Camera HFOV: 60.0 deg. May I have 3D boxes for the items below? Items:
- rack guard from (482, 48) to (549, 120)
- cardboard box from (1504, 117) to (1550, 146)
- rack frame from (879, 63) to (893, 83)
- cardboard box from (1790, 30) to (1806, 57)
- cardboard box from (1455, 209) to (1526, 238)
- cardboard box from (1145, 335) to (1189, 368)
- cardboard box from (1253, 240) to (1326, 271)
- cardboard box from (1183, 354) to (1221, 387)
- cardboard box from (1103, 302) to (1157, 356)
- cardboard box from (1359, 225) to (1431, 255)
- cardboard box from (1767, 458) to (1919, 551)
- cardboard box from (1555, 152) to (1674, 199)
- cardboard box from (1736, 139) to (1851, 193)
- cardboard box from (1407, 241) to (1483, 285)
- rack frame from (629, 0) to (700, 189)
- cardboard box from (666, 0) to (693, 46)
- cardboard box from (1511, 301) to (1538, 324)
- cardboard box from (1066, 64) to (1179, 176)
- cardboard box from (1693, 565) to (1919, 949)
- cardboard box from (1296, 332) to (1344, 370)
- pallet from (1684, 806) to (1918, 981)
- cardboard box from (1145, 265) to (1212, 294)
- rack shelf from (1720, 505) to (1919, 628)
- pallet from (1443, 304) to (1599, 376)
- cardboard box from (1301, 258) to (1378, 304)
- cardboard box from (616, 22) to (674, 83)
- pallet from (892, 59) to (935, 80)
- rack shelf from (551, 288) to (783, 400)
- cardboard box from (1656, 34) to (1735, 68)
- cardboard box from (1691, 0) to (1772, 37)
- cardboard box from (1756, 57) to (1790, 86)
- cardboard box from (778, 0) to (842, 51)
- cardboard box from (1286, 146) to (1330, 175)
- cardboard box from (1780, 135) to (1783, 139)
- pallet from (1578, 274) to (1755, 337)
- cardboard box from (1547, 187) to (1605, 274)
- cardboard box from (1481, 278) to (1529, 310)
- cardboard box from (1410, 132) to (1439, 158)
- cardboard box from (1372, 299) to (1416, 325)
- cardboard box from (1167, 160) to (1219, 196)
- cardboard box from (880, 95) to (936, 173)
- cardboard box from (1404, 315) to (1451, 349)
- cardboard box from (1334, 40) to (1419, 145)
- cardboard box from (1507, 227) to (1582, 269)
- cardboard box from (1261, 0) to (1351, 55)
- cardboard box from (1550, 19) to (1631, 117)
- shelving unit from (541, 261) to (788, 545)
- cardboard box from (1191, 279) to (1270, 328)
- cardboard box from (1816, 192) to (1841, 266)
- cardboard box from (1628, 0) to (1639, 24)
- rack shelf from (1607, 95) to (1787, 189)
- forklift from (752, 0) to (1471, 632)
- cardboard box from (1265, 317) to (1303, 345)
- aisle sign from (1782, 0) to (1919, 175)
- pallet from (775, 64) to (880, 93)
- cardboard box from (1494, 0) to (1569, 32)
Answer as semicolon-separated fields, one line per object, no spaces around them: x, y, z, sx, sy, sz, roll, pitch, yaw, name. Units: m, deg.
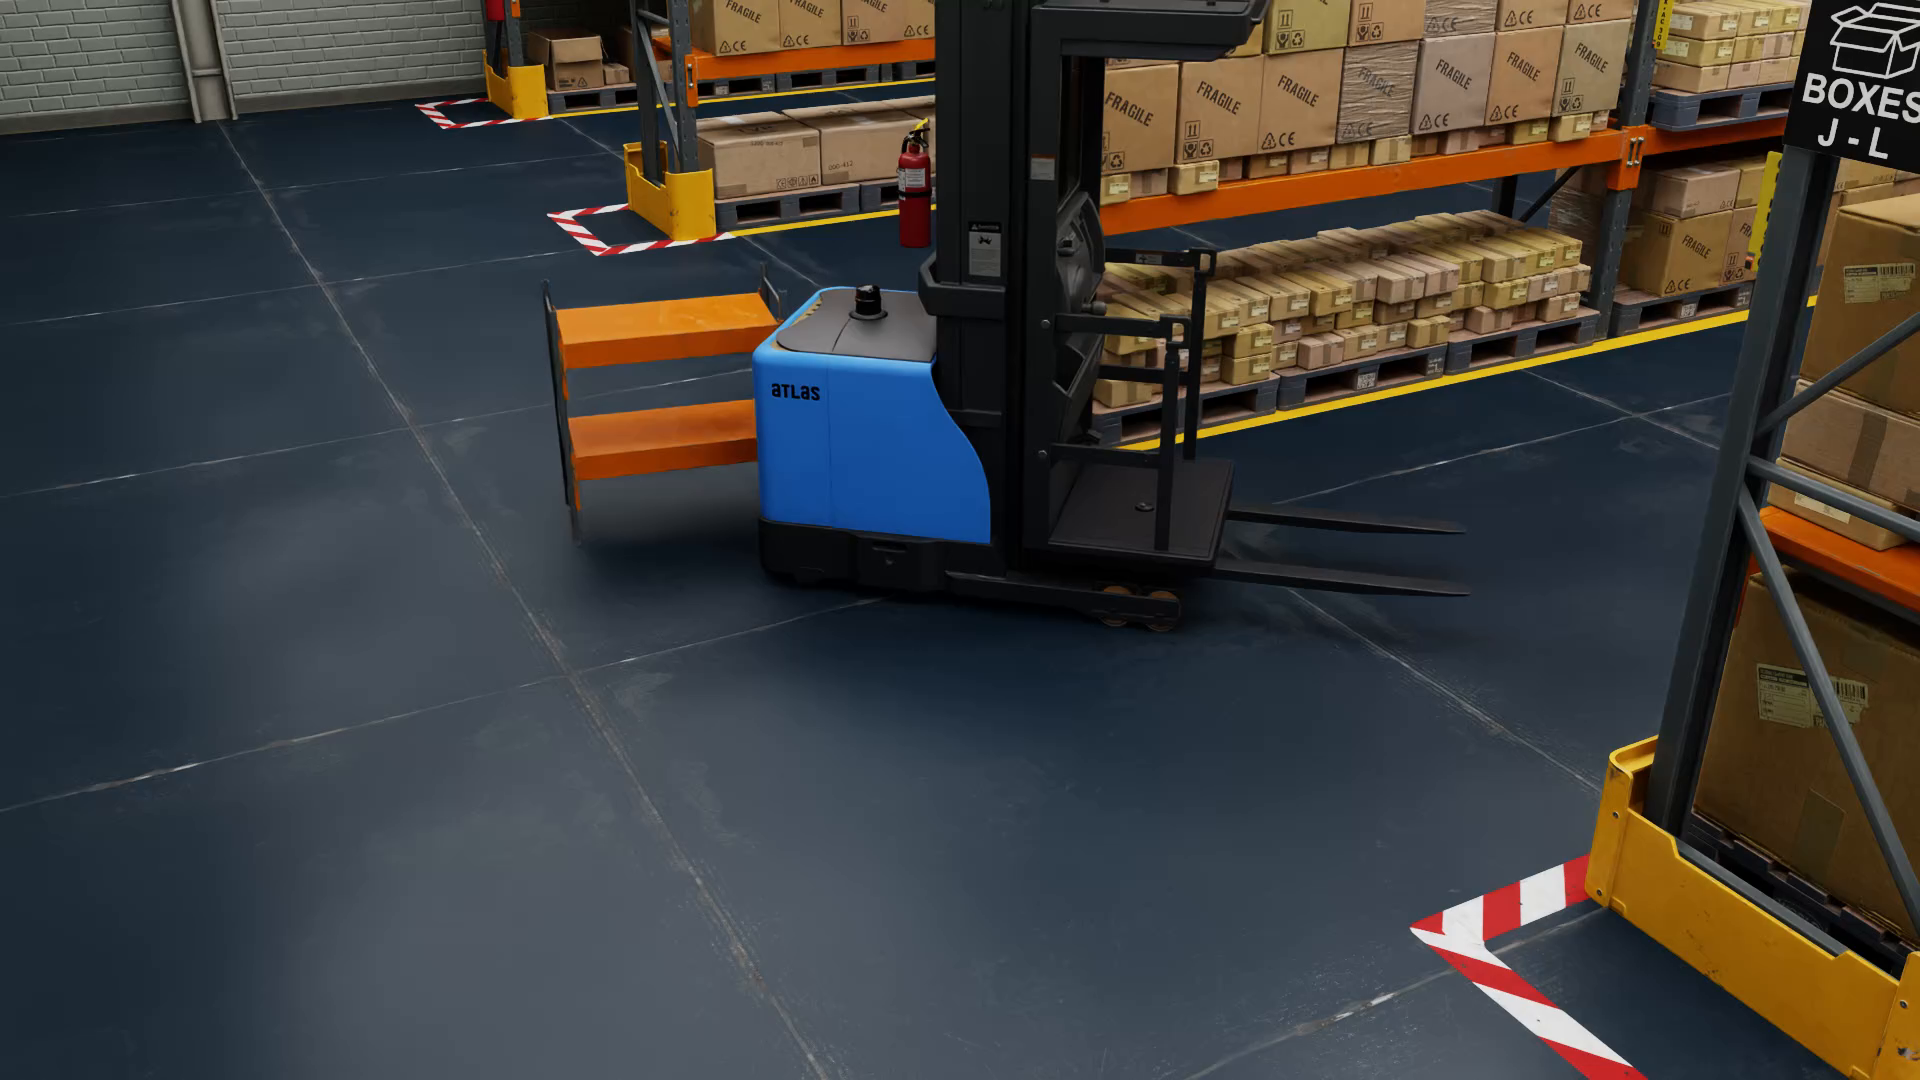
-4.489;-4.612;16.778;0.348;0.500;1.175;-13;29;-25;rack guard
3.149;-2.386;9.545;0.250;0.149;0.380;-12;28;-23;cardboard box
-1.026;-6.538;17.901;0.127;3.000;1.000;-13;29;-25;rack frame
4.980;-3.047;10.092;0.250;0.149;0.380;-14;29;-27;cardboard box
3.330;-1.954;10.476;0.250;0.149;0.380;-12;28;-23;cardboard box
1.053;-1.039;8.914;0.250;0.149;0.380;-13;29;-25;cardboard box
1.939;-1.646;9.833;0.250;0.149;0.380;-13;28;-25;cardboard box
1.223;-0.985;9.144;0.250;0.149;0.380;-13;28;-25;cardboard box
0.824;-1.108;8.713;0.250;0.149;0.380;-14;29;-27;cardboard box
2.640;-1.789;10.131;0.250;0.149;0.380;-14;29;-26;cardboard box
2.606;-0.129;4.842;0.250;0.149;0.380;-12;28;-24;cardboard box
4.270;-2.422;10.865;0.500;0.250;0.500;-14;29;-26;cardboard box
5.428;-2.435;10.892;0.500;0.250;0.500;-12;28;-23;cardboard box
2.851;-1.630;9.800;0.250;0.149;0.380;-12;28;-23;cardboard box
-2.217;-3.828;12.258;0.127;3.000;1.000;-13;29;-25;rack frame
-1.915;-4.073;12.651;0.500;0.500;0.500;-13;28;-25;cardboard box
3.277;-1.446;10.105;0.250;0.149;0.380;-12;28;-24;cardboard box
0.728;-2.123;8.248;0.500;0.500;0.500;-12;28;-23;cardboard box
2.974;0.564;5.079;0.875;0.875;0.875;-13;29;-25;cardboard box
1.941;-1.101;9.386;0.250;0.149;0.380;-15;29;-28;cardboard box
3.115;1.021;5.380;1.213;0.211;1.003;-13;29;-25;pallet
1.226;-1.494;9.518;0.250;0.149;0.380;-14;29;-27;cardboard box
4.211;-0.127;5.379;4.000;0.370;1.077;-13;29;-25;rack shelf
3.155;-1.366;10.350;1.213;0.211;1.003;-13;29;-25;pallet
2.153;-1.471;9.469;0.250;0.149;0.380;-13;29;-25;cardboard box
-3.199;-5.033;17.170;0.500;0.500;0.700;-12;28;-23;cardboard box
-0.326;-5.461;18.880;1.213;0.211;1.003;-13;29;-25;pallet
-1.353;-0.915;7.680;1.000;0.278;0.538;-7;27;-15;rack shelf
4.295;-2.888;9.760;0.250;0.149;0.380;-13;28;-24;cardboard box
4.539;-3.081;9.819;0.250;0.149;0.380;-12;28;-24;cardboard box
4.760;-2.862;10.050;0.250;0.149;0.380;-13;28;-25;cardboard box
-1.225;-3.975;12.448;0.500;0.500;0.500;-13;29;-26;cardboard box
1.756;-2.078;8.903;0.250;0.149;0.380;-14;29;-26;cardboard box
5.648;-2.741;11.530;0.500;0.250;0.500;-13;28;-25;cardboard box
4.418;-1.675;10.995;1.213;0.211;1.003;-13;29;-25;pallet
4.266;-2.082;11.024;0.500;0.500;0.500;-14;29;-26;cardboard box
3.142;-1.505;9.883;0.250;0.149;0.380;-14;29;-27;cardboard box
2.435;-2.245;9.251;0.250;0.149;0.380;-13;29;-26;cardboard box
2.413;-1.385;9.633;0.250;0.149;0.380;-14;29;-28;cardboard box
1.110;-1.888;8.507;0.250;0.149;0.380;-14;29;-27;cardboard box
-0.081;-3.408;13.857;0.875;0.438;0.875;-14;29;-27;cardboard box
2.632;-1.256;9.710;0.250;0.149;0.380;-13;29;-25;cardboard box
2.073;-2.443;8.914;0.500;0.500;0.500;-14;29;-26;cardboard box
3.540;-1.773;10.099;0.250;0.149;0.380;-12;28;-24;cardboard box
1.635;-2.781;8.462;0.500;0.500;0.500;-14;29;-26;cardboard box
3.438;-2.746;9.544;0.500;0.500;0.500;-13;29;-25;cardboard box
-1.353;-0.651;7.806;1.048;1.125;0.538;-7;27;-15;shelving unit
1.473;-1.294;9.101;0.250;0.149;0.380;-15;29;-28;cardboard box
5.430;-2.105;11.071;0.500;0.500;0.500;-12;28;-24;cardboard box
3.994;-3.274;10.220;0.250;0.149;0.380;-12;28;-23;cardboard box
5.496;-2.856;11.064;4.000;0.370;1.077;-13;29;-25;rack shelf
0.687;-1.193;6.848;3.031;2.935;1.130;6;26;12;forklift
1.694;-1.224;9.299;0.250;0.149;0.380;-14;29;-28;cardboard box
2.242;-1.315;4.020;0.004;0.787;0.394;-13;29;-25;aisle sign
-1.633;-5.141;18.214;1.213;0.211;1.003;-13;29;-25;pallet
2.990;-3.097;9.119;0.500;0.500;0.500;-14;29;-27;cardboard box
